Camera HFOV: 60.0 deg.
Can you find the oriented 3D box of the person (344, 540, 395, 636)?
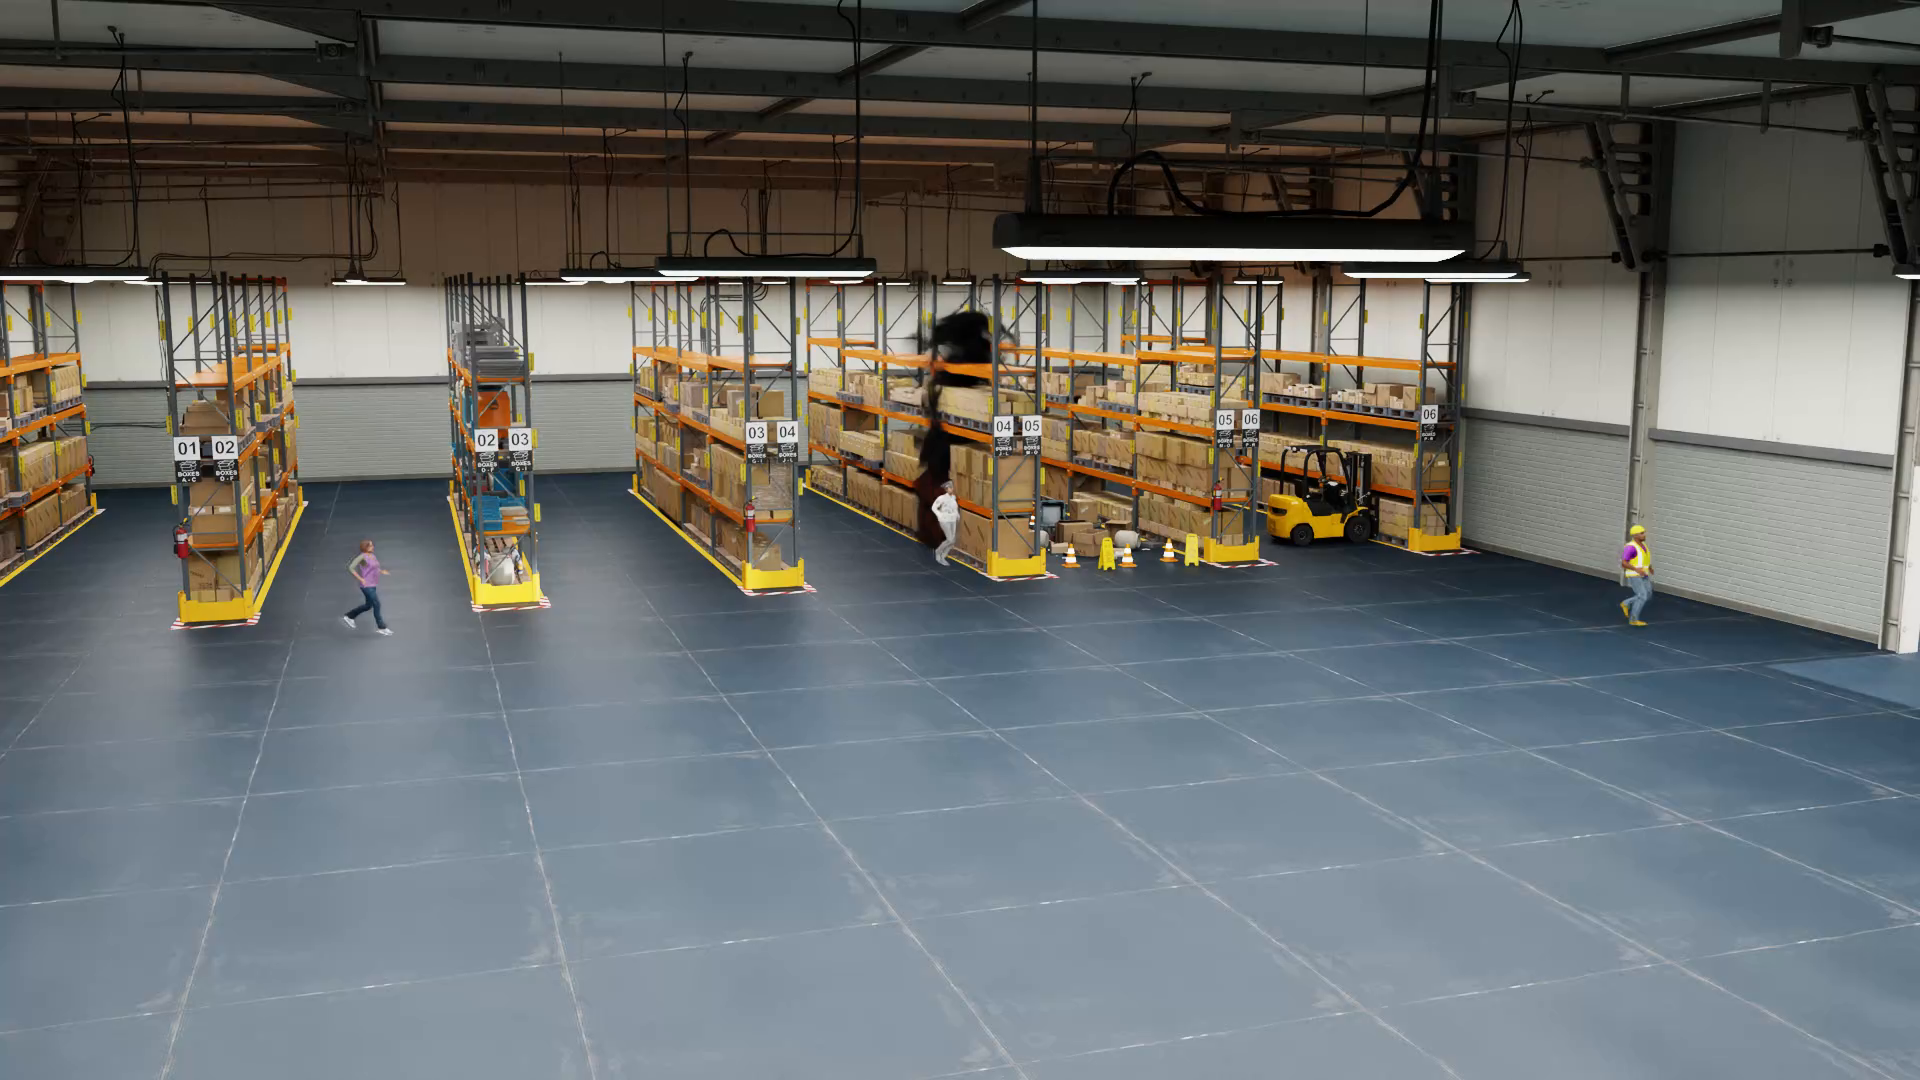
[{"bbox_3d":[-9.837,0.784,27.581,0.870,1.602,0.542,1,9,4],"label":"person"}]

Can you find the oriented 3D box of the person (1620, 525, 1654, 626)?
[{"bbox_3d":[11.553,0.603,28.398,0.697,1.718,0.606,-7,11,-39],"label":"person"}]

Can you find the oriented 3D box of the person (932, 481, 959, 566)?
[{"bbox_3d":[-0.226,-0.343,32.997,0.650,1.678,0.466,-8,12,-44],"label":"person"}]
